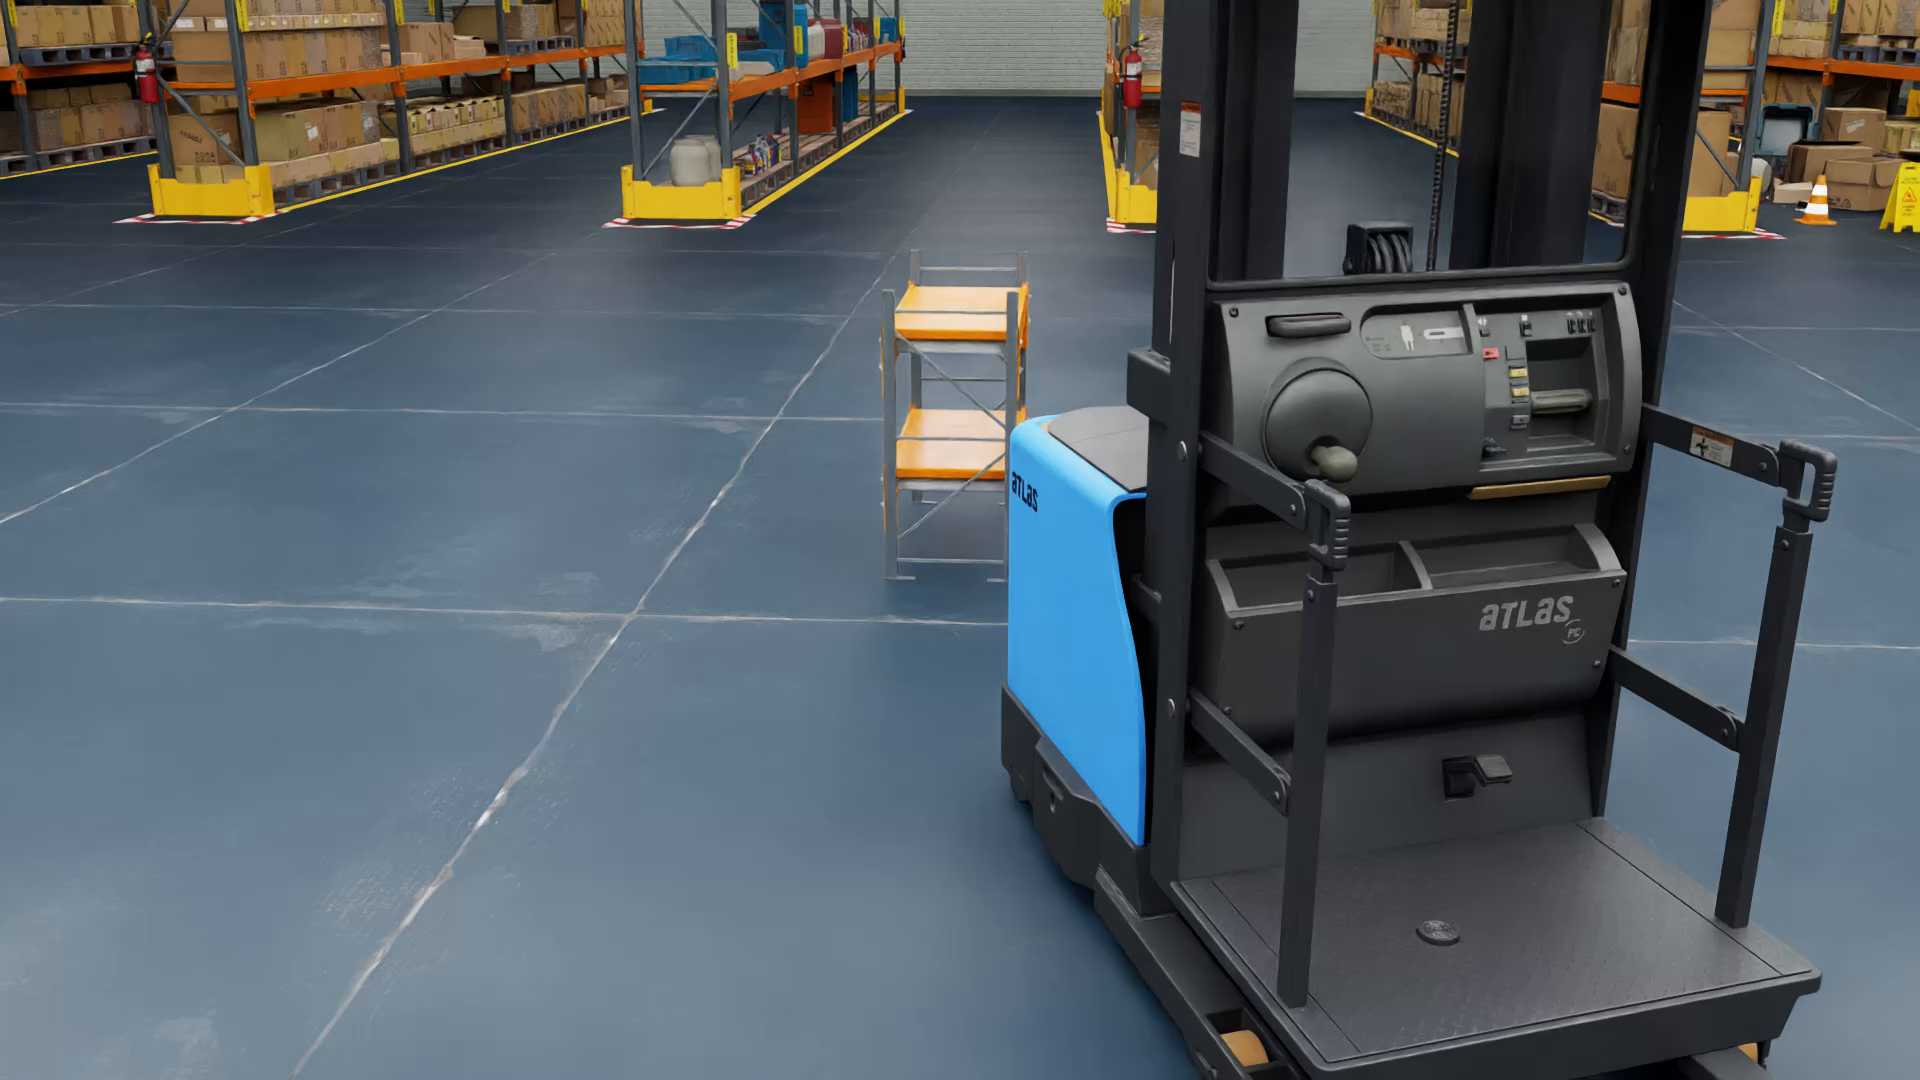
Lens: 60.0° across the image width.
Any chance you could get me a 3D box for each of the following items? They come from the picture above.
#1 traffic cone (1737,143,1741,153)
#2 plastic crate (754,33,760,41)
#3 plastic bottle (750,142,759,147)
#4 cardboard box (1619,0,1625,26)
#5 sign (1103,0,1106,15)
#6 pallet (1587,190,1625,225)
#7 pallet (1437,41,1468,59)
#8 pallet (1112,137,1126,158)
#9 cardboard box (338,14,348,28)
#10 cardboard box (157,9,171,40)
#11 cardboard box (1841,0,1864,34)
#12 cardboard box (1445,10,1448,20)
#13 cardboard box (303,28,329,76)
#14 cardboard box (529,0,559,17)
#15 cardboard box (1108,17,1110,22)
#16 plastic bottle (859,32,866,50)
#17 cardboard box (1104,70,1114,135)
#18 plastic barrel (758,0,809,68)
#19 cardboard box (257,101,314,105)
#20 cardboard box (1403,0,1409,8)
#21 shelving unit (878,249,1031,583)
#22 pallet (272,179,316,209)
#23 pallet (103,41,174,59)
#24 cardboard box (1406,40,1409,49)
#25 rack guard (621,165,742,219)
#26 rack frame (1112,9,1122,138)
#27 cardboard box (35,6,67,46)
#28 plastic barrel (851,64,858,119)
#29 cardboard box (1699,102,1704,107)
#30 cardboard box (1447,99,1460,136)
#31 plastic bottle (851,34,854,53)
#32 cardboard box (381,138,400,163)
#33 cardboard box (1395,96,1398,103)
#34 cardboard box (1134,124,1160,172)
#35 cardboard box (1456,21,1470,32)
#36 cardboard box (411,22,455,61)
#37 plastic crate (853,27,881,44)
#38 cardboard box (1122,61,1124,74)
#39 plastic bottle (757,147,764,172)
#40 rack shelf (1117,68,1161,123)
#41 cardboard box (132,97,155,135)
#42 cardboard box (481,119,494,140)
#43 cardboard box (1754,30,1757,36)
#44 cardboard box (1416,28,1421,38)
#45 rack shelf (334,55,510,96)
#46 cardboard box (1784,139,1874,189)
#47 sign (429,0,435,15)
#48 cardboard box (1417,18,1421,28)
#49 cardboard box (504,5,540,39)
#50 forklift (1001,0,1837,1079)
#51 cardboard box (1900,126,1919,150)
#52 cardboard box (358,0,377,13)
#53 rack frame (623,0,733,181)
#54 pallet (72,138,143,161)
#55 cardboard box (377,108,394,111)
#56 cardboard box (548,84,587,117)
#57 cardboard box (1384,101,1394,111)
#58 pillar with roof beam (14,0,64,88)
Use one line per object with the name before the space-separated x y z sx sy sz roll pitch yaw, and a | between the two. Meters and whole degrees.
traffic cone | 10.030 -4.949 21.282 0.336 0.463 0.334 1 18 4
plastic crate | -2.742 -6.299 21.355 0.392 0.384 0.575 1 18 4
plastic bottle | -2.433 -4.601 19.816 0.152 0.276 0.135 1 18 4
cardboard box | 7.271 -5.505 16.930 0.875 0.550 0.550 1 18 4
sign | 2.736 -10.037 31.219 0.100 0.325 0.005 1 18 4
pallet | 7.062 -3.387 16.921 1.003 0.211 1.213 1 18 4
pallet | 7.601 -7.079 24.019 1.213 0.211 1.003 1 18 4
pallet | 2.659 -5.521 23.433 1.003 0.211 1.213 1 18 4
cardboard box | -7.332 -6.019 19.274 0.380 0.149 0.250 1 18 4
cardboard box | -11.816 -7.764 25.130 0.500 0.500 0.500 2 18 6
cardboard box | 12.337 -7.121 22.527 0.500 0.500 0.500 1 18 2
cardboard box | 7.273 -7.631 24.169 0.380 0.149 0.250 2 18 6
cardboard box | -7.584 -5.500 18.729 0.700 0.500 0.500 2 18 6
cardboard box | -7.100 -9.239 28.535 0.500 0.500 0.500 1 18 4
cardboard box | 2.919 -9.541 29.781 0.500 0.500 0.500 1 18 2
plastic bottle | -1.643 -8.253 27.492 0.152 0.276 0.135 1 18 4
cardboard box | 2.786 -6.493 24.658 1.225 0.875 0.875 0 18 1
plastic barrel | -2.181 -6.309 20.553 0.600 0.901 0.708 1 18 4
cardboard box | -7.868 -4.870 19.507 0.500 0.500 0.500 1 18 4
cardboard box | 7.738 -9.166 27.834 0.500 0.500 0.500 1 18 2
shelving unit | 0.000 -0.537 6.754 0.538 1.125 1.048 1 18 4
pallet | -7.725 -3.740 17.997 1.003 0.211 1.213 1 18 4
pallet | -12.051 -7.106 24.099 1.213 0.211 1.003 1 18 4
cardboard box | 7.640 -8.246 27.675 0.380 0.149 0.250 1 18 2
rack guard | -2.839 -3.552 16.959 1.175 0.500 0.348 1 18 4
rack frame | 2.716 -7.089 23.740 1.000 3.000 0.127 1 18 4
cardboard box | -12.275 -6.766 21.886 0.700 0.500 0.500 3 18 10
plastic barrel | -1.993 -7.476 27.615 0.600 0.901 0.708 1 18 4
cardboard box | 13.103 -7.563 28.626 0.875 0.438 0.875 1 18 2
cardboard box | 7.442 -6.169 24.271 0.500 0.500 0.500 1 18 4
plastic bottle | -1.703 -7.800 26.097 0.061 0.283 0.133 1 18 4
cardboard box | -7.267 -4.813 20.535 0.500 0.250 0.500 1 18 4
cardboard box | 7.811 -7.686 28.989 0.380 0.149 0.250 0 18 1
cardboard box | 2.327 -4.557 19.352 0.500 0.500 0.500 7 20 21
cardboard box | 7.237 -7.332 23.733 0.380 0.149 0.250 2 18 5
cardboard box | -7.269 -6.837 22.811 0.500 0.500 0.500 0 18 1
plastic crate | -1.644 -8.884 29.312 0.437 0.282 0.530 1 18 4
cardboard box | 2.025 -5.357 18.858 0.380 0.149 0.250 1 18 4
plastic bottle | -2.311 -4.384 19.160 0.097 0.271 0.097 0 18 0
rack shelf | 2.286 -4.883 18.165 1.077 0.370 4.000 1 18 4
cardboard box | -12.105 -6.217 24.387 0.700 0.500 0.500 2 18 5
cardboard box | -6.992 -5.875 23.777 0.500 0.250 0.500 1 18 3
cardboard box | 12.502 -7.827 25.431 0.500 0.250 0.500 2 18 5
cardboard box | 7.420 -7.993 26.229 0.380 0.149 0.250 1 18 4
rack shelf | -7.308 -6.348 22.634 1.077 0.370 4.000 1 18 4
cardboard box | 9.687 -4.154 18.574 0.797 0.637 0.503 1 18 4
sign | -7.706 -7.833 24.278 0.100 0.325 0.005 1 18 4
cardboard box | 7.421 -8.138 26.192 0.380 0.149 0.250 2 18 5
cardboard box | -6.976 -8.036 25.796 0.700 0.500 0.500 5 19 14
forklift | 1.022 -0.308 3.156 1.130 2.935 3.031 -5 19 -16
cardboard box | 12.397 -4.962 20.796 0.950 0.372 0.625 2 18 7
cardboard box | -7.477 -6.595 19.988 0.700 0.500 0.500 1 18 4
rack frame | -2.798 -4.715 16.494 1.000 3.000 0.127 1 18 4
pallet | -12.253 -5.475 23.292 1.003 0.211 1.213 1 18 4
cardboard box | -7.677 -5.522 21.799 0.500 0.311 0.500 2 18 5
cardboard box | -6.627 -7.415 28.043 0.500 0.500 0.500 1 18 4
cardboard box | 7.769 -7.726 29.590 0.380 0.149 0.250 0 18 1
pillar with roof beam | -8.768 -9.791 22.351 9.100 9.000 0.400 1 18 4
